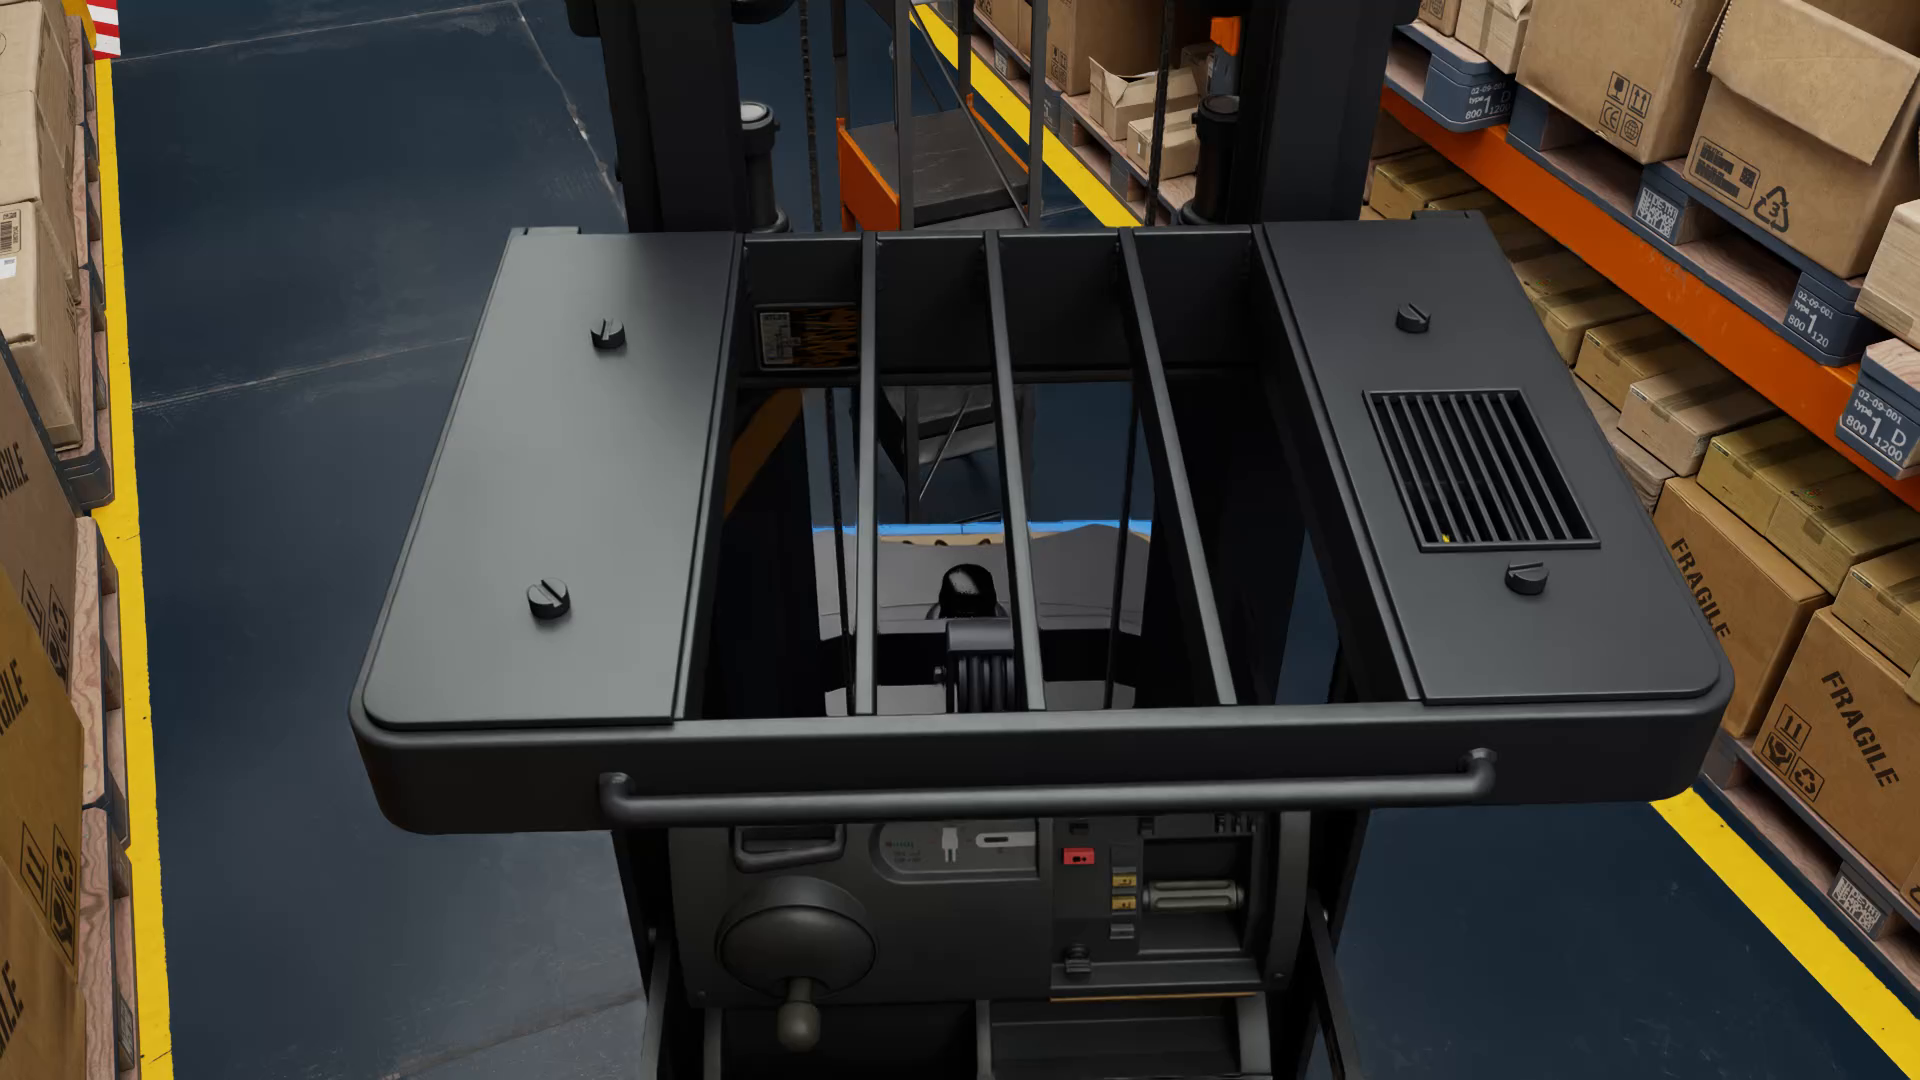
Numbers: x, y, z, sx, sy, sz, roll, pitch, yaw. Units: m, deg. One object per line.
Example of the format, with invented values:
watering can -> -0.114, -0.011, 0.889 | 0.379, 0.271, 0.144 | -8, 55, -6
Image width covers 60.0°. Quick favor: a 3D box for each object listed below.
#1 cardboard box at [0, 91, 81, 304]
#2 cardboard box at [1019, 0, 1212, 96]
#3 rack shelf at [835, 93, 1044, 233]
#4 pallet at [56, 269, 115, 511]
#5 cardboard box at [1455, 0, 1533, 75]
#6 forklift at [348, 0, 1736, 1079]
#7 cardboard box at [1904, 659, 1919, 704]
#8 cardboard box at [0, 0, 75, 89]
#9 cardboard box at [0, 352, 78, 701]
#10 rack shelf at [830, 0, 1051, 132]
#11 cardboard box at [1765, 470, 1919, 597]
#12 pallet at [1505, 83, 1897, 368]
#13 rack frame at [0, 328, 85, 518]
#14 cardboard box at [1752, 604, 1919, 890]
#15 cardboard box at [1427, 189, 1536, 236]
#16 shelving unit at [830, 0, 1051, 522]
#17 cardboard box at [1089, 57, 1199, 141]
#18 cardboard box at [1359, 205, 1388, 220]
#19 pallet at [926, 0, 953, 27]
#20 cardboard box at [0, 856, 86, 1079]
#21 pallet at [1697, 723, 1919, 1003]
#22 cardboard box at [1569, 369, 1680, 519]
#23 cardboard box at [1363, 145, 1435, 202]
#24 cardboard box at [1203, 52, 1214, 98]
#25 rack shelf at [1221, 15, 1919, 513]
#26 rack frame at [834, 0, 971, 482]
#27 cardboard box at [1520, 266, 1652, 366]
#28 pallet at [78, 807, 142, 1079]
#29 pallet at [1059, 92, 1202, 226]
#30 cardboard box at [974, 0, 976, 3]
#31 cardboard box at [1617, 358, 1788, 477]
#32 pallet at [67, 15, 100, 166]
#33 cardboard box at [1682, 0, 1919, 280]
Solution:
cardboard box -> -3.691, -1.145, 5.924 | 0.875, 0.438, 0.875 | -16, 43, -18
cardboard box -> 0.682, -2.332, 7.257 | 0.700, 0.500, 0.500 | -17, 43, -18
rack shelf -> -0.063, -0.885, 4.690 | 0.431, 0.518, 0.480 | -15, 43, -17
pallet -> -3.425, -0.433, 5.592 | 1.003, 0.211, 1.213 | -15, 43, -17
cardboard box -> 1.555, -1.429, 4.392 | 0.396, 0.266, 0.258 | -13, 42, -15
forklift -> 0.055, 0.620, 2.281 | 1.130, 2.935, 3.031 | -1, 41, -2
cardboard box -> 2.352, 0.308, 3.689 | 0.380, 0.149, 0.250 | -17, 44, -19
cardboard box -> -4.392, -2.238, 7.194 | 0.875, 0.438, 0.875 | -17, 43, -18
cardboard box -> -2.895, -0.013, 4.272 | 0.875, 0.875, 0.875 | -14, 43, -16
rack shelf -> -0.063, -1.416, 4.234 | 0.431, 0.518, 0.480 | -15, 43, -17
cardboard box -> 2.233, -0.032, 4.084 | 0.380, 0.149, 0.250 | -14, 43, -16
pallet -> 2.160, -0.941, 4.191 | 1.003, 0.211, 1.213 | -15, 43, -17
rack frame -> -3.207, -1.013, 4.127 | 1.000, 3.000, 0.127 | -15, 43, -17
cardboard box -> 2.366, 0.440, 4.033 | 0.500, 0.500, 0.500 | -16, 43, -17
cardboard box -> 1.673, -0.967, 5.172 | 0.380, 0.149, 0.250 | -16, 43, -18
shelving unit -> -0.063, -0.896, 4.681 | 0.431, 2.100, 0.503 | -15, 43, -17
cardboard box -> 0.757, -1.853, 6.879 | 0.396, 0.266, 0.258 | -14, 43, -15
cardboard box -> 1.568, -0.799, 5.474 | 0.500, 0.500, 0.500 | -16, 43, -17
pallet -> 0.183, -3.080, 8.670 | 1.003, 0.211, 1.213 | -15, 43, -17
cardboard box -> -2.201, 1.068, 3.015 | 0.875, 0.875, 0.875 | -15, 43, -16
pallet -> 2.658, 0.754, 4.211 | 1.003, 0.211, 1.213 | -15, 43, -17
cardboard box -> 1.948, -0.183, 4.758 | 0.500, 0.500, 0.500 | -17, 43, -18
cardboard box -> 1.447, -1.281, 5.536 | 0.380, 0.149, 0.250 | -16, 43, -18
cardboard box -> 1.344, -1.850, 6.841 | 0.500, 0.311, 0.500 | -14, 43, -15
rack shelf -> 2.143, -0.776, 4.403 | 1.077, 0.370, 4.000 | -15, 43, -17
rack frame -> -0.157, -1.043, 4.852 | 0.400, 2.100, 0.015 | -15, 43, -17
cardboard box -> 1.827, -0.657, 4.811 | 0.380, 0.149, 0.250 | -14, 43, -15
pallet -> -2.371, 1.227, 3.662 | 1.003, 0.211, 1.213 | -15, 43, -17
pallet -> 1.116, -1.610, 6.960 | 1.003, 0.211, 1.213 | -15, 43, -17
cardboard box -> 0.285, -2.958, 7.984 | 0.700, 0.500, 0.500 | -13, 42, -15
cardboard box -> 2.004, -0.341, 4.444 | 0.380, 0.149, 0.250 | -17, 44, -19
pallet -> -4.359, -1.903, 7.301 | 1.003, 0.211, 1.213 | -15, 43, -17
cardboard box -> 2.113, -0.979, 3.687 | 0.797, 0.503, 0.637 | -16, 43, -18
